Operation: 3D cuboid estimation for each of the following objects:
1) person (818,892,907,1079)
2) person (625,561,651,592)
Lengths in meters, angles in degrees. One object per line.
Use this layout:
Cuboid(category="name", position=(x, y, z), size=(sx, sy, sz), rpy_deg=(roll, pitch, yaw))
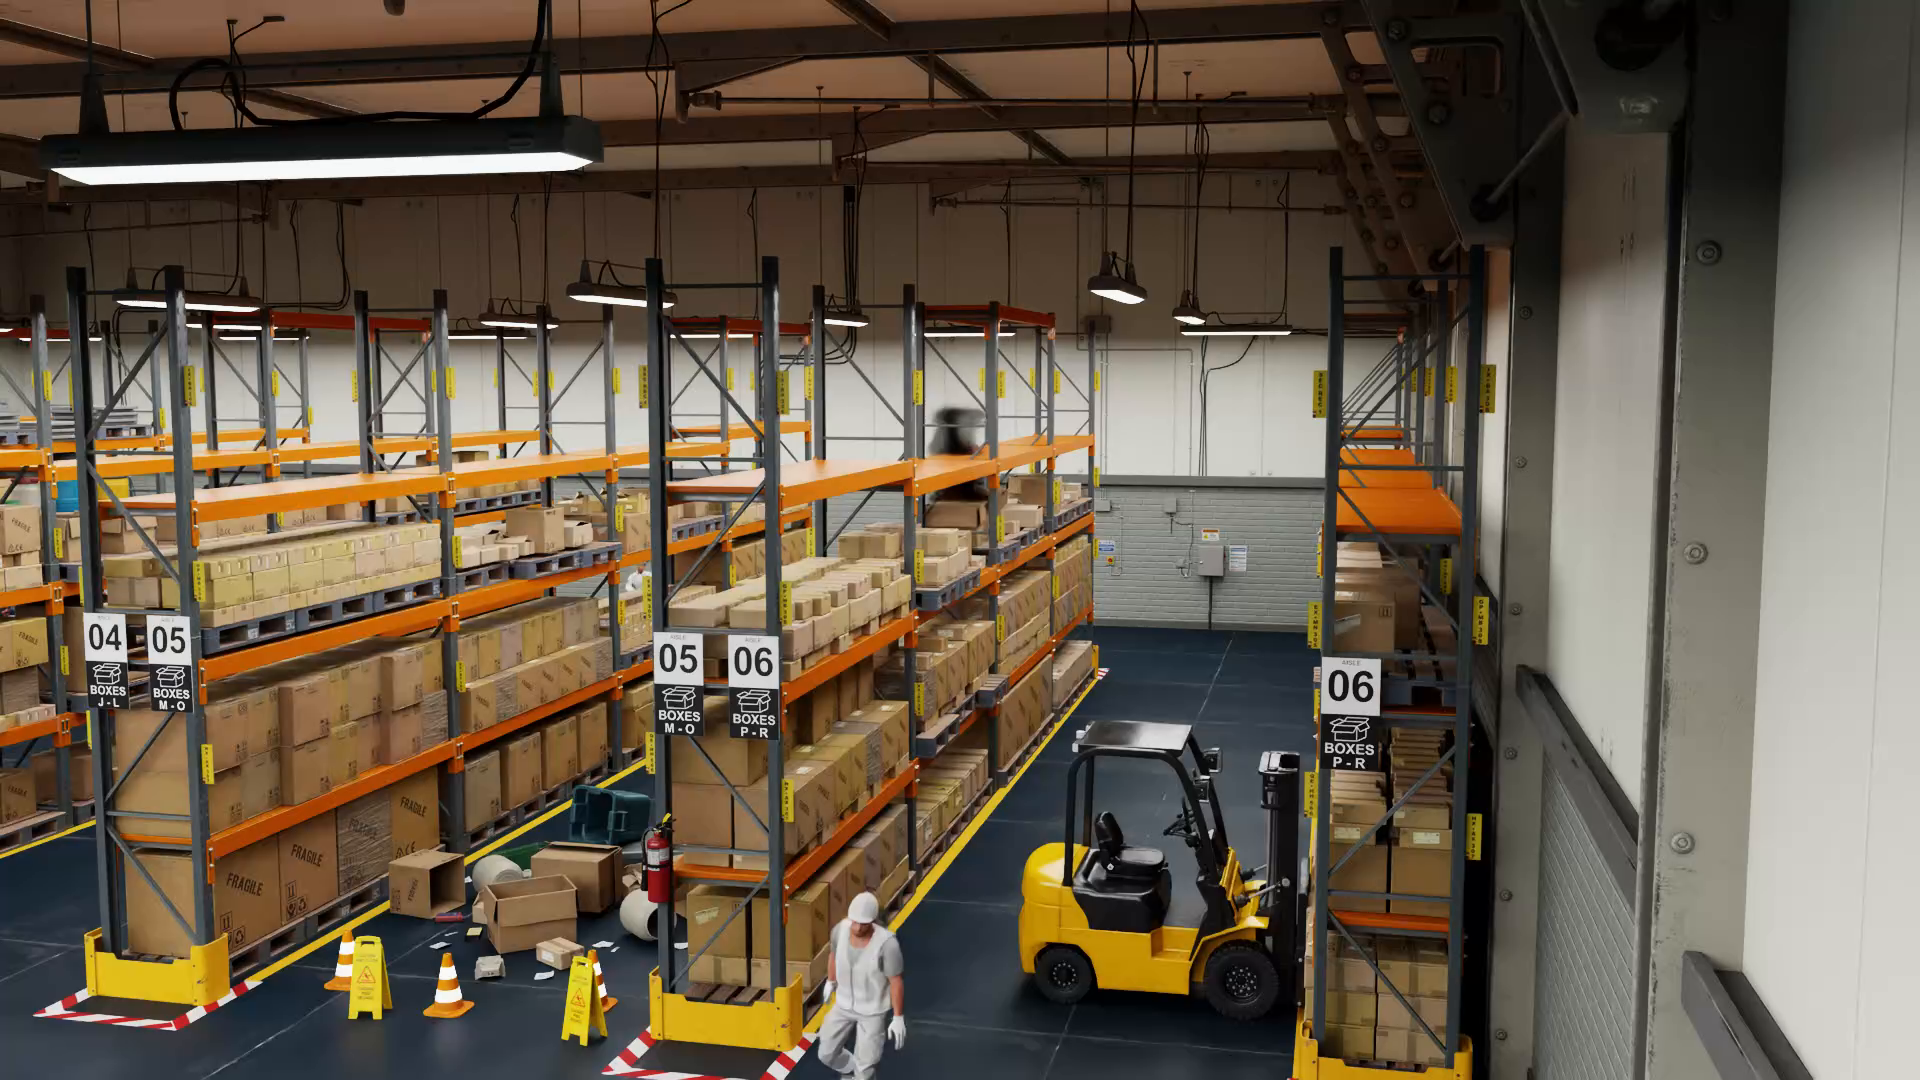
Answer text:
Cuboid(category="person", position=(-0.665, 3.164, 11.343), size=(0.826, 1.700, 0.694), rpy_deg=(3, 6, 27))
Cuboid(category="person", position=(-5.925, 1.183, 31.066), size=(0.568, 1.728, 0.846), rpy_deg=(1, 6, 12))
